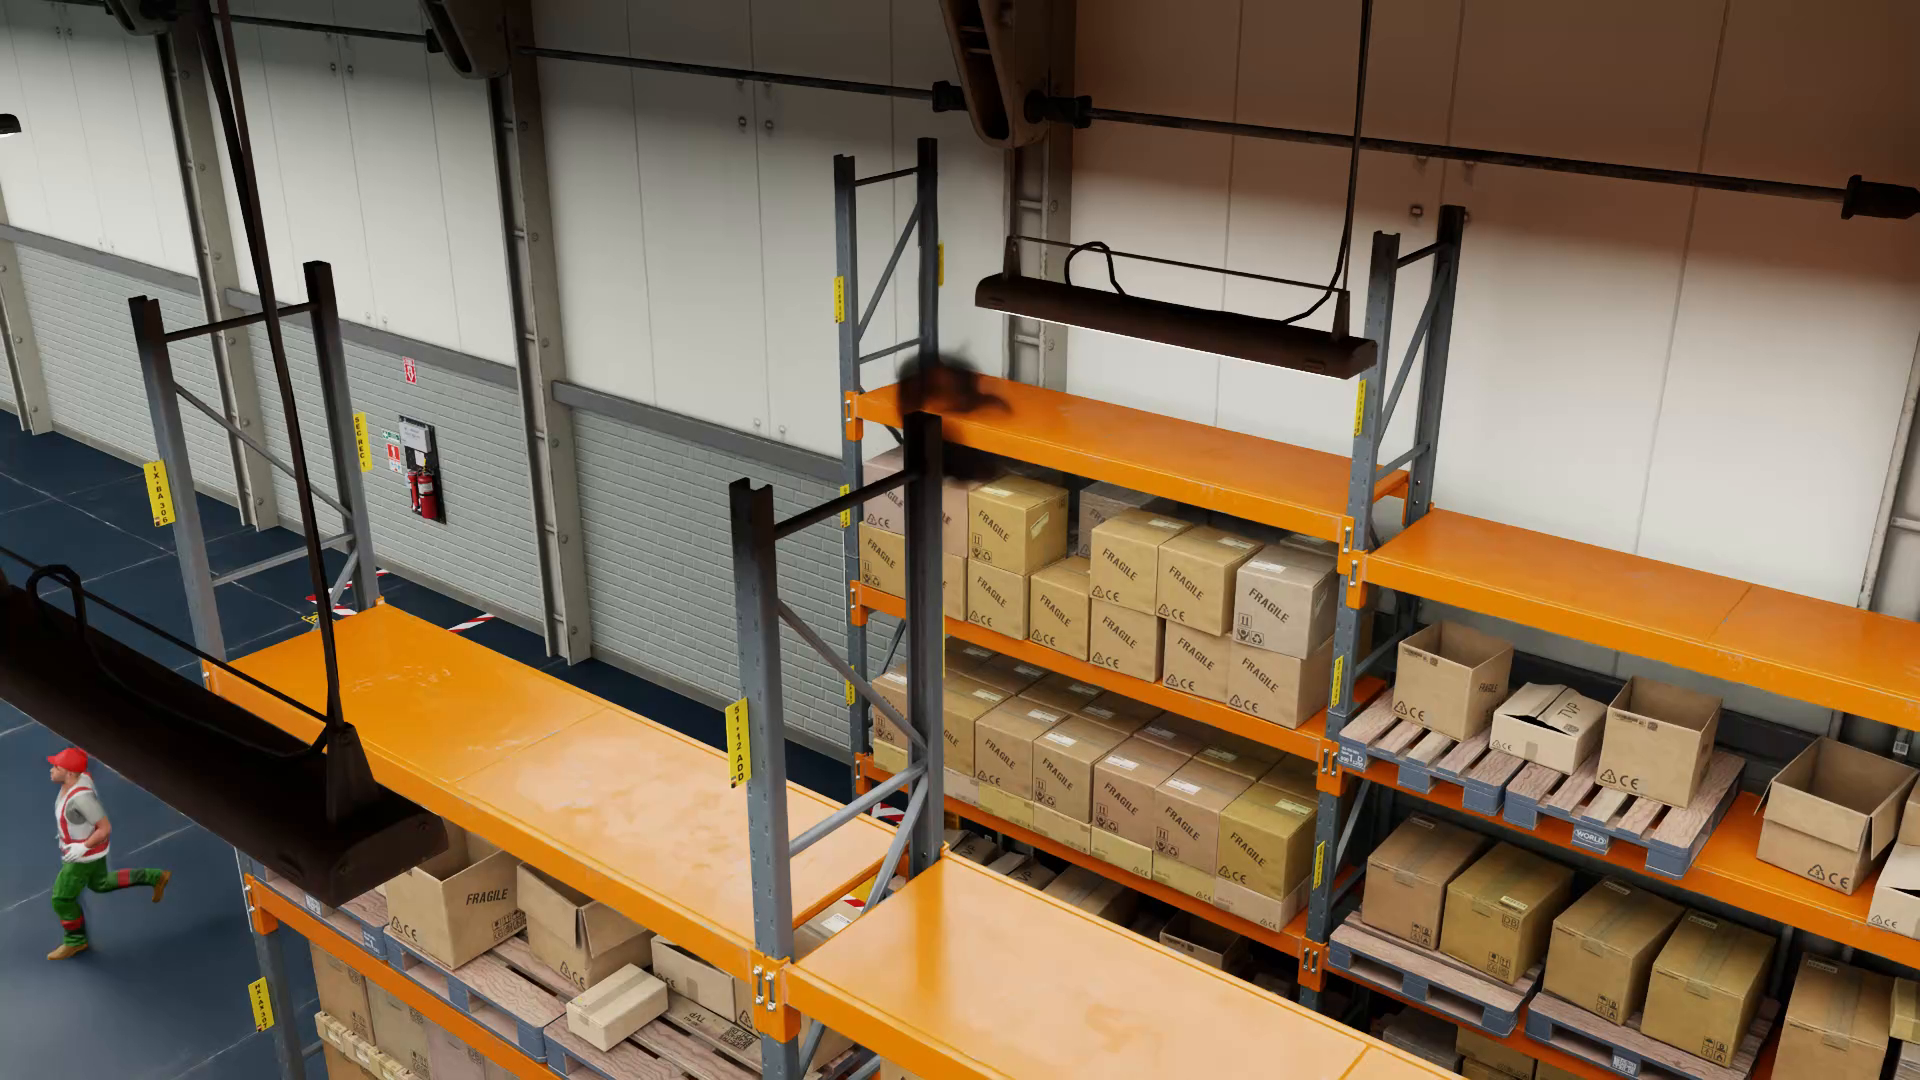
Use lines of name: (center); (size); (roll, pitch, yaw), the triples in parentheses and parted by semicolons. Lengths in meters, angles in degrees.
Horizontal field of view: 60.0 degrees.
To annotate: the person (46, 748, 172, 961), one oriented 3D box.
person: (-6.655, 2.367, 12.772); (0.962, 1.754, 0.645); (-10, 25, -22)
